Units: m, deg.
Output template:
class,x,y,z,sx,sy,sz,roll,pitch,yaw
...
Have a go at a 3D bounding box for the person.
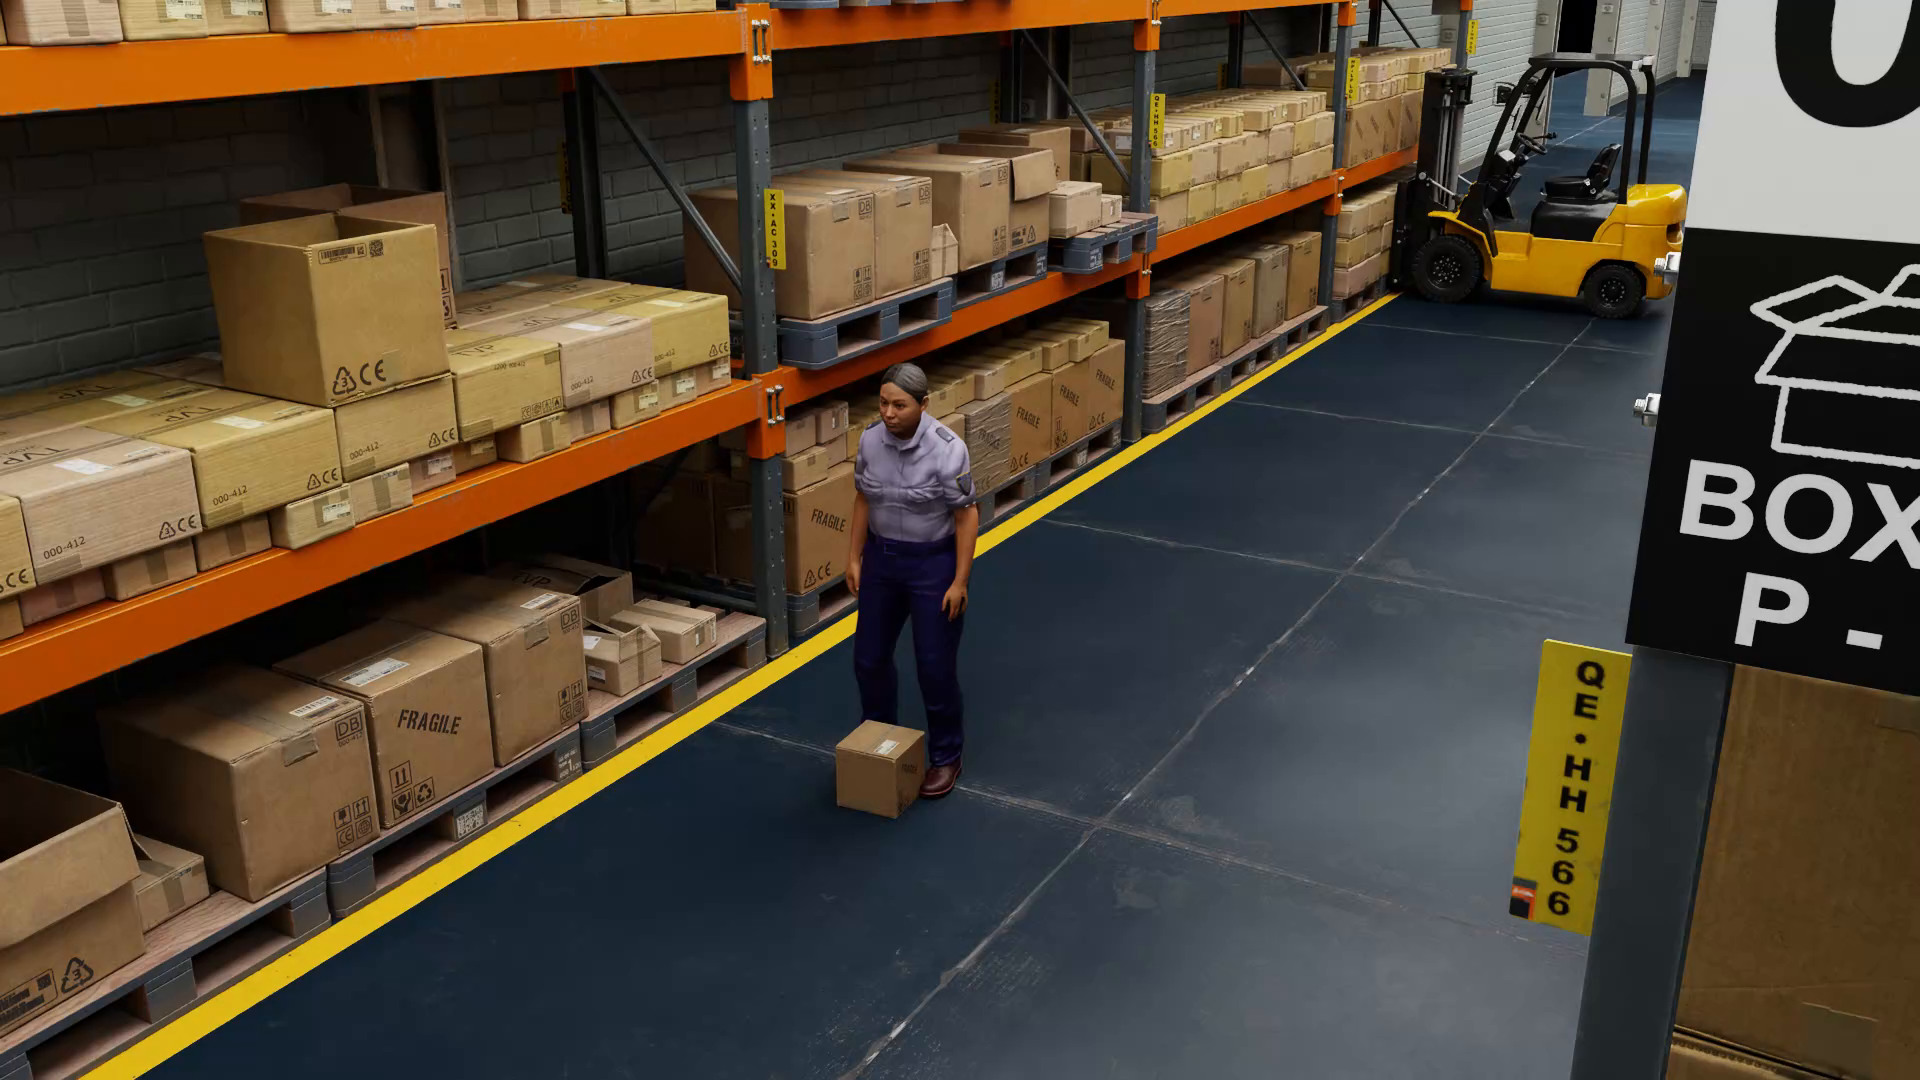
class,x,y,z,sx,sy,sz,roll,pitch,yaw
person,-0.187,0.129,6.216,0.538,1.652,0.371,11,22,28
